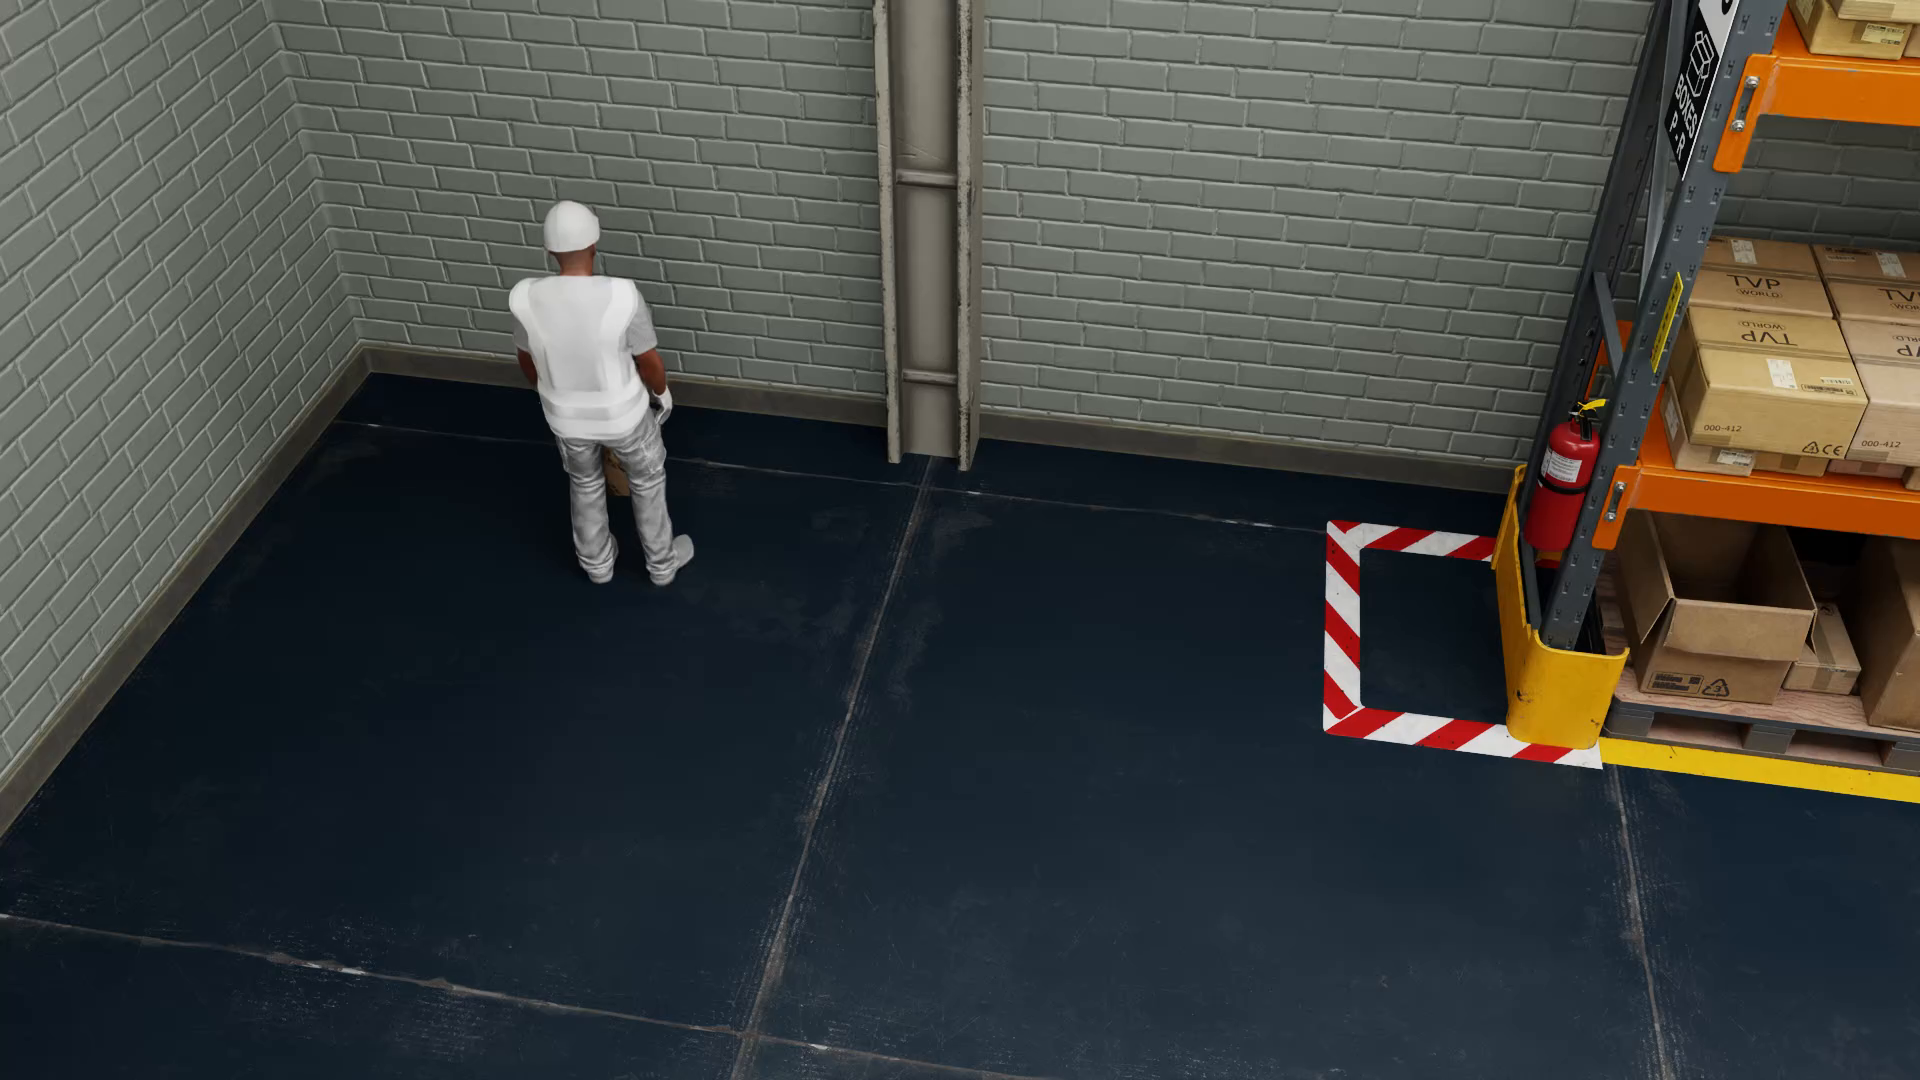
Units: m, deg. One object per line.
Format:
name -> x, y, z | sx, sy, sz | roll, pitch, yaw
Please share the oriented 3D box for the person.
person -> -1.470, -0.549, 6.795 | 0.578, 1.779, 0.422 | 3, 40, 3
